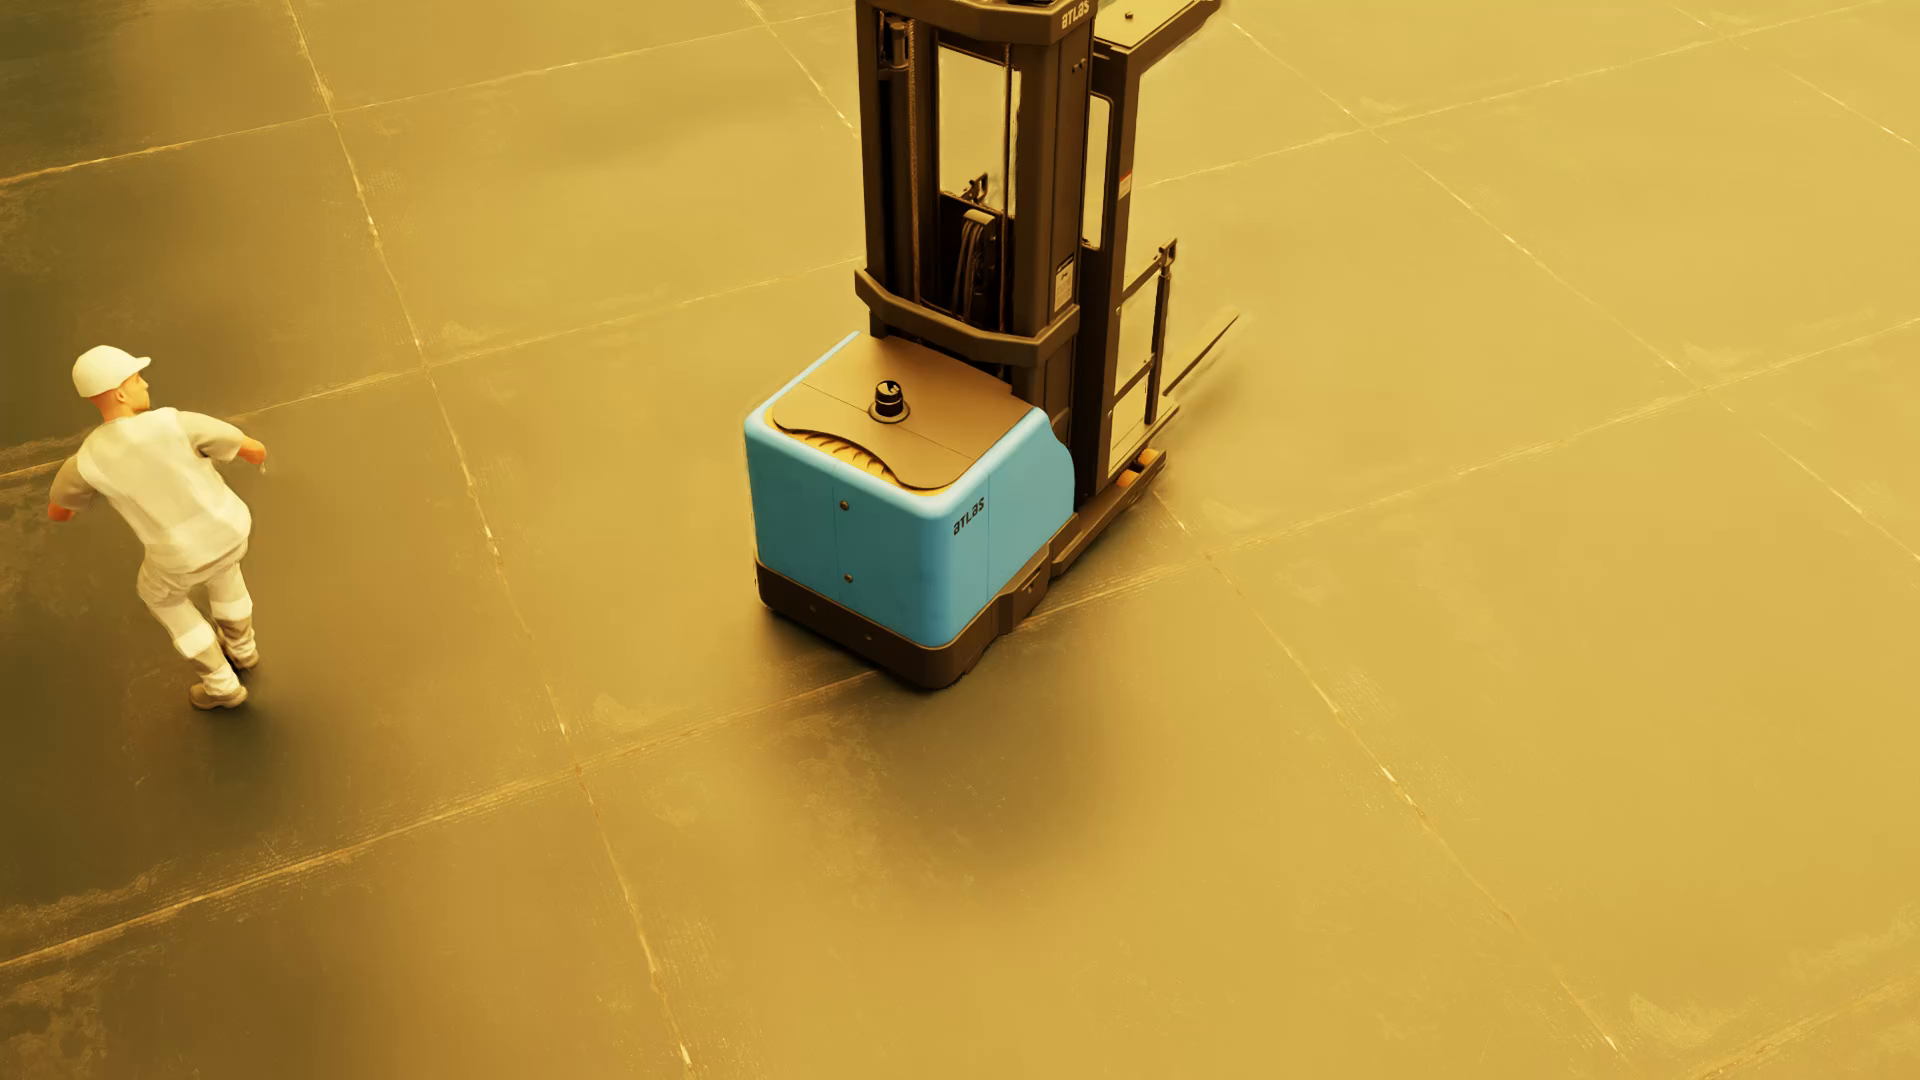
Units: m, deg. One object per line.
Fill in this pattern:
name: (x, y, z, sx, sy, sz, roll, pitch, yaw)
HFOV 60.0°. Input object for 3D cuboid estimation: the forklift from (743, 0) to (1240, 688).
forklift: (0.347, -1.414, 7.195, 1.130, 2.935, 3.031, 25, 49, 25)

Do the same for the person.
person: (-3.165, -0.099, 6.698, 0.821, 1.686, 0.726, -30, 51, -28)
